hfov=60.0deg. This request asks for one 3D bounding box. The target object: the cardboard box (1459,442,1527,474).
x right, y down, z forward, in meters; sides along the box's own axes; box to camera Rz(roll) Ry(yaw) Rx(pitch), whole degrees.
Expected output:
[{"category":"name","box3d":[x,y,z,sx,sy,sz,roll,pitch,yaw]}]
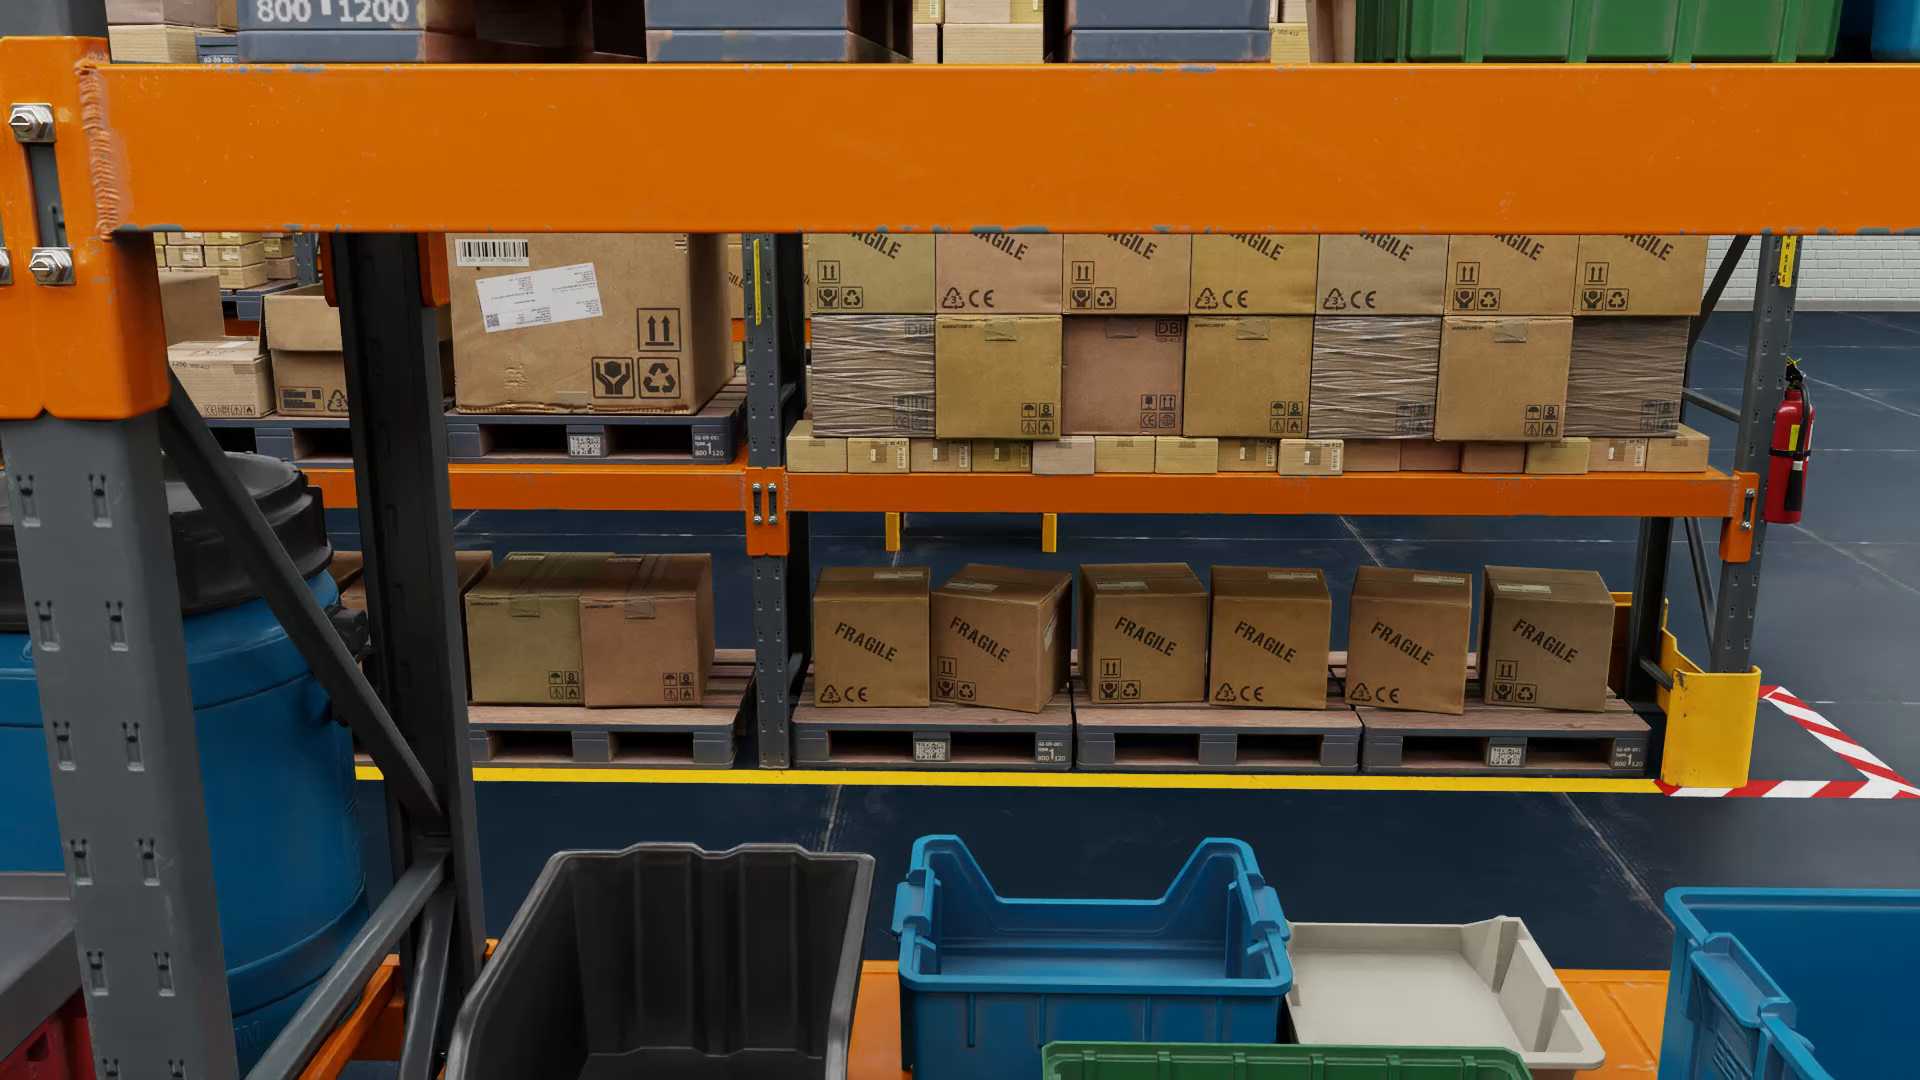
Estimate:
[{"category":"cardboard box","box3d":[2.175,-0.390,6.929,0.250,0.149,0.380,0,15,1]}]

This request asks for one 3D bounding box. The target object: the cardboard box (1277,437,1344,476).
[{"category":"cardboard box","box3d":[1.423,-0.377,6.881,0.250,0.149,0.380,0,15,1]}]

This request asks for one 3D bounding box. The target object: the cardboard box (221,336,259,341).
[{"category":"cardboard box","box3d":[-3.108,-0.814,7.487,0.258,0.266,0.396,0,15,0]}]

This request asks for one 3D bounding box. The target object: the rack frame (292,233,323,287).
[{"category":"rack frame","box3d":[-4.554,-1.882,12.095,0.127,3.000,1.000,0,15,1]}]

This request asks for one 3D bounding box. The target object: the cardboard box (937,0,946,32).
[{"category":"cardboard box","box3d":[-0.186,-2.209,6.966,0.250,0.149,0.380,1,15,2]}]

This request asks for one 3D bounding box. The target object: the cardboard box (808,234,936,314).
[{"category":"cardboard box","box3d":[-0.340,-1.200,6.769,0.500,0.500,0.500,0,15,1]}]

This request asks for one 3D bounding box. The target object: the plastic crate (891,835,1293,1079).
[{"category":"plastic crate","box3d":[0.204,0.681,2.671,0.616,0.251,0.499,0,15,1]}]

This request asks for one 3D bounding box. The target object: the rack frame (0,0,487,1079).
[{"category":"rack frame","box3d":[-0.910,0.670,2.420,0.053,2.616,0.949,0,15,1]}]

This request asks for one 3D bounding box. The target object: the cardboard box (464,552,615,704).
[{"category":"cardboard box","box3d":[-1.873,0.386,7.533,0.500,0.500,0.700,0,15,1]}]

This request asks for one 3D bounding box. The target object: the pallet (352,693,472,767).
[{"category":"pallet","box3d":[-2.784,0.744,7.605,1.213,0.211,1.003,0,15,1]}]

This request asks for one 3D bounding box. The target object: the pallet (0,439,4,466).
[{"category":"pallet","box3d":[-4.067,-0.548,7.413,1.003,0.211,1.213,0,15,1]}]

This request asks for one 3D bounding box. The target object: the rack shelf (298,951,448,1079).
[{"category":"rack shelf","box3d":[-2.909,1.006,2.558,4.000,0.370,1.077,0,15,1]}]

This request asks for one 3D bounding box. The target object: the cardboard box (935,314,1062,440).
[{"category":"cardboard box","box3d":[0.164,-0.753,7.036,0.500,0.500,0.875,0,15,1]}]

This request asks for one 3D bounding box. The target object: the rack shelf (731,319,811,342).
[{"category":"rack shelf","box3d":[-2.555,-1.522,12.137,4.000,0.370,1.077,0,15,1]}]

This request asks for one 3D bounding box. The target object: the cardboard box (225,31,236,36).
[{"category":"cardboard box","box3d":[-3.302,-2.052,7.151,0.500,0.250,0.500,1,15,3]}]

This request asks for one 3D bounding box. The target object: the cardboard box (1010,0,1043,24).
[{"category":"cardboard box","box3d":[0.319,-2.100,6.552,0.250,0.149,0.380,1,15,3]}]

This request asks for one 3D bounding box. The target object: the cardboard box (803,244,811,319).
[{"category":"cardboard box","box3d":[-1.084,-1.840,11.738,0.500,0.500,0.500,0,15,1]}]

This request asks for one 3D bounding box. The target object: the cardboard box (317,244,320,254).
[{"category":"cardboard box","box3d":[-6.566,-3.013,16.673,0.500,0.250,0.500,0,15,1]}]

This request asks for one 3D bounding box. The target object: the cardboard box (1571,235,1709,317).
[{"category":"cardboard box","box3d":[2.659,-1.182,6.702,0.500,0.500,0.500,0,15,1]}]

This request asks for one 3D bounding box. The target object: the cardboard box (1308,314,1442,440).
[{"category":"cardboard box","box3d":[1.665,-0.756,7.045,0.500,0.500,0.875,0,15,1]}]

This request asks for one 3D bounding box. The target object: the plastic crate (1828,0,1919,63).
[{"category":"plastic crate","box3d":[1.175,-0.681,1.694,0.575,0.384,0.392,0,15,1]}]

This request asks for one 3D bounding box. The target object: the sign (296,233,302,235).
[{"category":"sign","box3d":[-4.559,-2.266,11.433,0.005,0.325,0.100,0,15,1]}]

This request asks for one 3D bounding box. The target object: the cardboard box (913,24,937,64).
[{"category":"cardboard box","box3d":[-0.340,-1.902,6.582,0.500,0.250,0.500,0,15,-1]}]

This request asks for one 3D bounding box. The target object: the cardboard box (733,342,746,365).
[{"category":"cardboard box","box3d":[-2.468,-2.063,17.106,0.625,0.372,0.950,1,15,3]}]

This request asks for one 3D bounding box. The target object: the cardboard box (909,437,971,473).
[{"category":"cardboard box","box3d":[-0.076,-0.393,6.942,0.250,0.149,0.380,0,15,1]}]

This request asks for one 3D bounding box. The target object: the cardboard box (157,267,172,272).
[{"category":"cardboard box","box3d":[-5.564,-1.854,11.655,0.250,0.149,0.380,1,15,2]}]

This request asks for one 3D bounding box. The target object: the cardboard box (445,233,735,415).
[{"category":"cardboard box","box3d":[-1.574,-1.126,7.229,1.000,1.000,1.000,0,15,2]}]

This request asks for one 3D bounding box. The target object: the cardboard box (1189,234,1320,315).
[{"category":"cardboard box","box3d":[1.160,-1.193,6.744,0.500,0.500,0.500,0,15,1]}]

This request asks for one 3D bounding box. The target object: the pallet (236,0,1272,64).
[{"category":"pallet","box3d":[-0.186,-0.708,2.135,1.003,0.211,1.213,0,15,1]}]

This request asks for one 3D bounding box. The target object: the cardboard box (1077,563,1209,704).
[{"category":"cardboard box","box3d":[0.811,0.412,7.475,0.500,0.500,0.500,-1,15,-4]}]

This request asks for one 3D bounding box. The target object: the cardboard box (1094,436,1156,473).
[{"category":"cardboard box","box3d":[0.674,-0.391,6.933,0.250,0.149,0.380,0,15,1]}]

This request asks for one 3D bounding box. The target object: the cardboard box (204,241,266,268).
[{"category":"cardboard box","box3d":[-5.060,-1.995,11.608,0.250,0.149,0.380,1,15,3]}]

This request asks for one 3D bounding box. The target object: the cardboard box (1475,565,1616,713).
[{"category":"cardboard box","box3d":[2.592,0.431,7.403,0.500,0.500,0.500,3,15,12]}]

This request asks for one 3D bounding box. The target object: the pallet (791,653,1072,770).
[{"category":"pallet","box3d":[-0.111,0.752,7.578,1.213,0.211,1.003,0,15,1]}]

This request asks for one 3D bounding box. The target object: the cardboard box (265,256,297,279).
[{"category":"cardboard box","box3d":[-4.996,-2.018,12.280,0.250,0.149,0.380,0,15,1]}]

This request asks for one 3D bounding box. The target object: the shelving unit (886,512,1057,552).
[{"category":"shelving unit","box3d":[0.076,-0.725,10.647,1.083,1.500,0.587,0,15,1]}]

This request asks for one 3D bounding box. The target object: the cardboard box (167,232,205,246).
[{"category":"cardboard box","box3d":[-5.307,-2.140,11.575,0.250,0.149,0.380,0,15,1]}]

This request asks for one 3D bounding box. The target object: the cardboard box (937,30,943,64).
[{"category":"cardboard box","box3d":[-0.321,-2.034,7.082,0.500,0.250,0.500,1,15,4]}]

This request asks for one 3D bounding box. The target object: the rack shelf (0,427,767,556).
[{"category":"rack shelf","box3d":[-2.783,-0.257,7.346,4.000,0.370,1.077,0,15,1]}]

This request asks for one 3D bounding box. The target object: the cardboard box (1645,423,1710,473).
[{"category":"cardboard box","box3d":[2.925,-0.394,6.945,0.250,0.149,0.380,0,15,1]}]

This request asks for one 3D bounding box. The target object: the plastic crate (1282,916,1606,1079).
[{"category":"plastic crate","box3d":[0.720,0.744,2.655,0.437,0.136,0.530,0,15,1]}]
